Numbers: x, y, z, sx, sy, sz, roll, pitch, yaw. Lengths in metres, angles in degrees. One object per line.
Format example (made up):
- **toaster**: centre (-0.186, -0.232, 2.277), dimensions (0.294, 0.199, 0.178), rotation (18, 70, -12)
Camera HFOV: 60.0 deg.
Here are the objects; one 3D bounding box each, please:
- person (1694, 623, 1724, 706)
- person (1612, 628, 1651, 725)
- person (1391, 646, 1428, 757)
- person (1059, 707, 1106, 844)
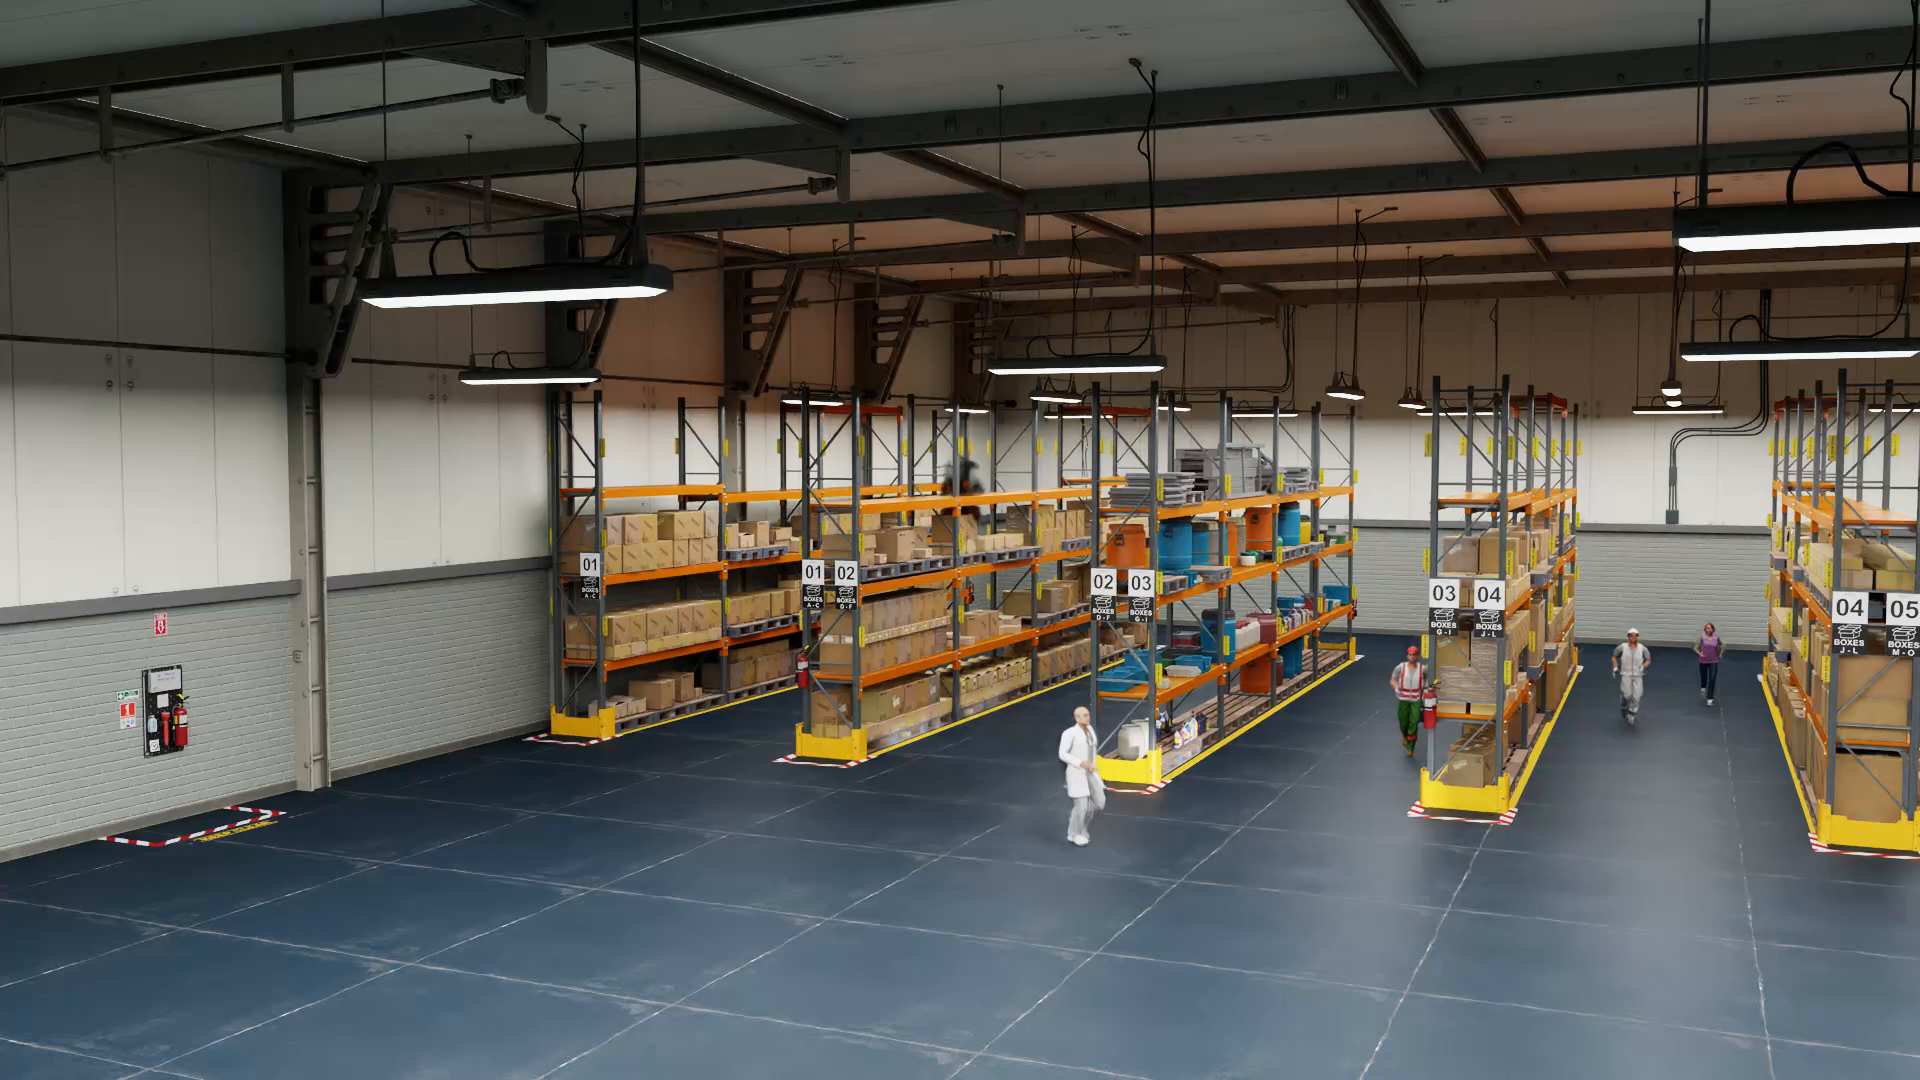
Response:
- **person**: centre (14.654, 2.410, 32.548), dimensions (0.556, 1.595, 0.845), rotation (1, 3, 19)
- **person**: centre (12.145, 2.470, 30.064), dimensions (0.653, 1.742, 0.587), rotation (1, 3, 16)
- **person**: centre (7.355, 2.608, 27.085), dimensions (0.672, 1.769, 0.857), rotation (1, 3, 16)
- **person**: centre (1.560, 2.970, 20.913), dimensions (0.711, 1.743, 0.621), rotation (-3, 4, -39)
